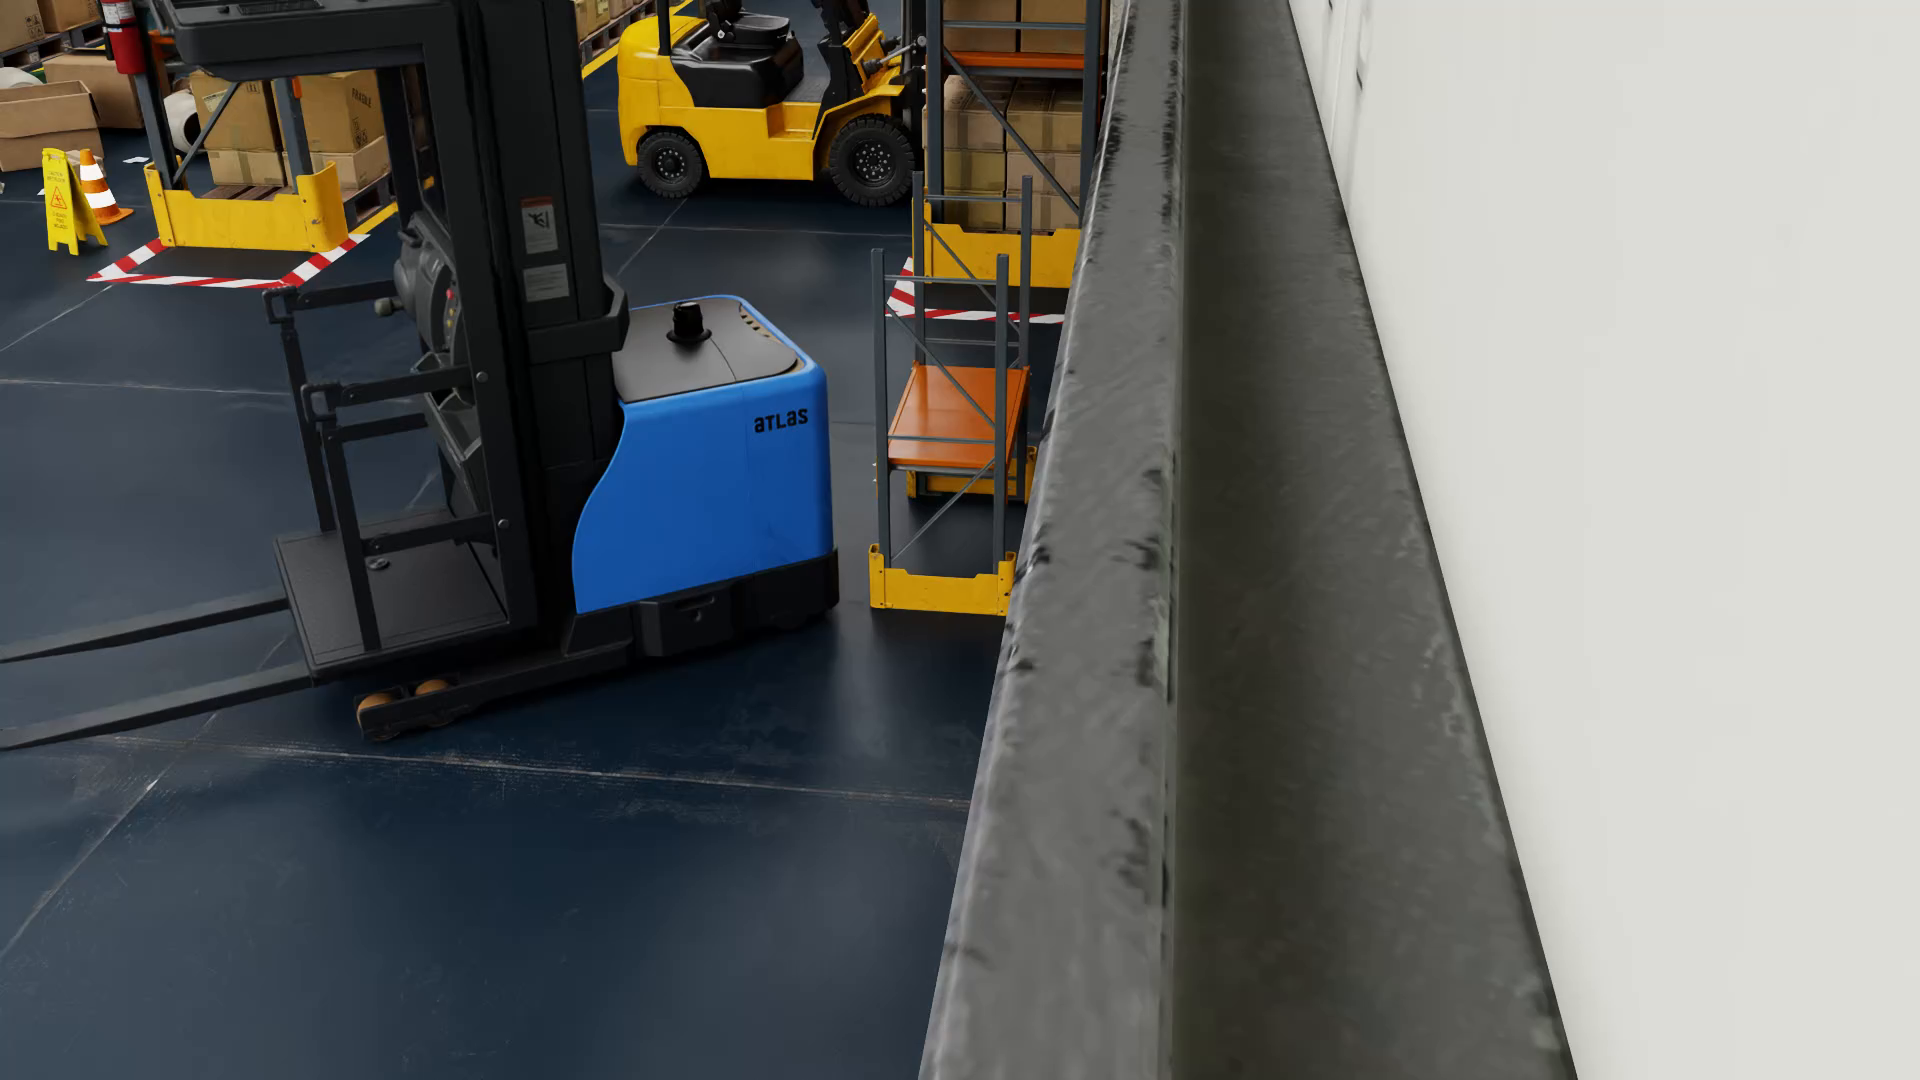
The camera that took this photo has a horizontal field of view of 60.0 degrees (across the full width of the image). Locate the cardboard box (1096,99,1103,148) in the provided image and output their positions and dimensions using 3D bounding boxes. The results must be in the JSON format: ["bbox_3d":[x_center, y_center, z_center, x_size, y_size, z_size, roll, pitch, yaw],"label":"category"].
[{"bbox_3d":[0.698,-2.838,11.284,0.500,0.250,0.500,4,29,7],"label":"cardboard box"}]

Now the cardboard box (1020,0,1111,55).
[{"bbox_3d":[0.644,-3.216,9.952,0.500,0.500,0.500,4,29,8],"label":"cardboard box"}]

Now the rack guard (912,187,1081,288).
[{"bbox_3d":[0.305,-1.843,10.145,1.175,0.500,0.348,3,28,6],"label":"rack guard"}]

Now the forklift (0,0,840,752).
[{"bbox_3d":[-2.034,-0.862,5.760,3.031,2.935,1.130,-14,31,-24],"label":"forklift"}]

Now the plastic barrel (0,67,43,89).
[{"bbox_3d":[-7.670,-3.608,13.500,0.421,0.421,0.512,-24,36,-37],"label":"plastic barrel"}]

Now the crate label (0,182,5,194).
[{"bbox_3d":[-6.955,-2.537,11.815,0.250,0.136,0.298,-11,30,-20],"label":"crate label"}]

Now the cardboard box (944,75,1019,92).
[{"bbox_3d":[0.112,-2.845,10.771,0.500,0.250,0.500,4,29,7],"label":"cardboard box"}]

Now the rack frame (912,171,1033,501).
[{"bbox_3d":[0.052,-0.859,7.264,0.500,1.500,0.032,3,28,6],"label":"rack frame"}]

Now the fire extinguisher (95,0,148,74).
[{"bbox_3d":[-5.090,-3.181,10.073,0.296,0.674,0.183,3,28,6],"label":"fire extinguisher"}]

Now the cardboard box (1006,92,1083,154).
[{"bbox_3d":[0.555,-2.585,10.288,0.500,0.250,0.500,3,28,5],"label":"cardboard box"}]

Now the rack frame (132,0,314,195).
[{"bbox_3d":[-4.619,-3.242,10.105,1.000,3.000,0.127,3,28,6],"label":"rack frame"}]

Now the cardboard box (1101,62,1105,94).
[{"bbox_3d":[0.754,-3.296,11.607,0.500,0.250,0.500,3,28,5],"label":"cardboard box"}]

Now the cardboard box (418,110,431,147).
[{"bbox_3d":[-4.121,-3.077,12.256,0.500,0.250,0.500,5,29,10],"label":"cardboard box"}]

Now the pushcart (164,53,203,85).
[{"bbox_3d":[-6.398,-4.079,14.424,1.648,0.377,0.936,-6,29,-11],"label":"pushcart"}]

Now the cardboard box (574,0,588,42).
[{"bbox_3d":[-3.982,-4.738,15.211,0.950,0.372,0.625,5,29,9],"label":"cardboard box"}]

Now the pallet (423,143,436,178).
[{"bbox_3d":[-4.323,-3.003,12.602,1.003,0.211,1.213,3,28,6],"label":"pallet"}]

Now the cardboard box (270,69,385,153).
[{"bbox_3d":[-4.243,-2.921,11.175,0.500,0.500,0.500,2,28,4],"label":"cardboard box"}]

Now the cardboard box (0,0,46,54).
[{"bbox_3d":[-9.067,-4.857,15.032,1.050,0.750,0.750,3,28,6],"label":"cardboard box"}]

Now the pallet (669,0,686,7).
[{"bbox_3d":[-3.467,-6.147,18.437,1.003,0.211,1.213,3,28,6],"label":"pallet"}]

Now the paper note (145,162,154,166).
[{"bbox_3d":[-6.078,-2.824,12.481,0.032,0.001,0.123,3,28,6],"label":"paper note"}]

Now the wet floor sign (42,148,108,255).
[{"bbox_3d":[-5.704,-2.178,10.613,0.267,0.644,0.232,14,31,24],"label":"wet floor sign"}]

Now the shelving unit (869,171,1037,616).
[{"bbox_3d":[-0.009,-0.624,6.828,0.587,1.500,1.083,3,28,6],"label":"shelving unit"}]

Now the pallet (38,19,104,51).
[{"bbox_3d":[-8.887,-5.081,16.458,1.003,0.211,1.213,3,28,6],"label":"pallet"}]

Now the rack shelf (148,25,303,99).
[{"bbox_3d":[-4.374,-3.867,12.023,1.077,0.370,4.000,3,28,6],"label":"rack shelf"}]

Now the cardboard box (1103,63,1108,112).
[{"bbox_3d":[0.831,-3.310,12.161,0.500,0.250,0.500,3,28,6],"label":"cardboard box"}]

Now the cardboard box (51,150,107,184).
[{"bbox_3d":[-6.463,-2.721,12.144,0.380,0.149,0.250,20,34,32],"label":"cardboard box"}]

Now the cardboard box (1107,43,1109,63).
[{"bbox_3d":[0.883,-3.770,12.488,0.500,0.250,0.500,3,28,5],"label":"cardboard box"}]

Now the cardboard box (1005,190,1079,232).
[{"bbox_3d":[0.562,-2.149,10.533,0.500,0.250,0.500,3,29,6],"label":"cardboard box"}]

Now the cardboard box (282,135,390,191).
[{"bbox_3d":[-4.245,-2.580,11.333,0.500,0.250,0.500,3,28,6],"label":"cardboard box"}]

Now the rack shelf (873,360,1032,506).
[{"bbox_3d":[-0.010,-0.462,6.905,0.538,0.185,1.000,3,28,6],"label":"rack shelf"}]

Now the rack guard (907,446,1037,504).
[{"bbox_3d":[0.052,-0.309,7.559,0.587,0.250,0.087,3,28,6],"label":"rack guard"}]

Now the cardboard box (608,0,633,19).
[{"bbox_3d":[-3.800,-5.422,16.480,0.950,0.372,0.625,3,28,5],"label":"cardboard box"}]

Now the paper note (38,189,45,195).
[{"bbox_3d":[-6.478,-2.495,11.850,0.148,0.019,0.142,-6,29,-11],"label":"paper note"}]

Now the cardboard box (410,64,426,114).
[{"bbox_3d":[-4.114,-3.403,12.070,0.500,0.500,0.500,4,29,7],"label":"cardboard box"}]

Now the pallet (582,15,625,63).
[{"bbox_3d":[-3.888,-4.840,16.011,1.003,0.211,1.213,3,28,6],"label":"pallet"}]

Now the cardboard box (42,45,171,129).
[{"bbox_3d":[-6.810,-3.617,13.291,0.797,0.637,0.503,3,28,6],"label":"cardboard box"}]
